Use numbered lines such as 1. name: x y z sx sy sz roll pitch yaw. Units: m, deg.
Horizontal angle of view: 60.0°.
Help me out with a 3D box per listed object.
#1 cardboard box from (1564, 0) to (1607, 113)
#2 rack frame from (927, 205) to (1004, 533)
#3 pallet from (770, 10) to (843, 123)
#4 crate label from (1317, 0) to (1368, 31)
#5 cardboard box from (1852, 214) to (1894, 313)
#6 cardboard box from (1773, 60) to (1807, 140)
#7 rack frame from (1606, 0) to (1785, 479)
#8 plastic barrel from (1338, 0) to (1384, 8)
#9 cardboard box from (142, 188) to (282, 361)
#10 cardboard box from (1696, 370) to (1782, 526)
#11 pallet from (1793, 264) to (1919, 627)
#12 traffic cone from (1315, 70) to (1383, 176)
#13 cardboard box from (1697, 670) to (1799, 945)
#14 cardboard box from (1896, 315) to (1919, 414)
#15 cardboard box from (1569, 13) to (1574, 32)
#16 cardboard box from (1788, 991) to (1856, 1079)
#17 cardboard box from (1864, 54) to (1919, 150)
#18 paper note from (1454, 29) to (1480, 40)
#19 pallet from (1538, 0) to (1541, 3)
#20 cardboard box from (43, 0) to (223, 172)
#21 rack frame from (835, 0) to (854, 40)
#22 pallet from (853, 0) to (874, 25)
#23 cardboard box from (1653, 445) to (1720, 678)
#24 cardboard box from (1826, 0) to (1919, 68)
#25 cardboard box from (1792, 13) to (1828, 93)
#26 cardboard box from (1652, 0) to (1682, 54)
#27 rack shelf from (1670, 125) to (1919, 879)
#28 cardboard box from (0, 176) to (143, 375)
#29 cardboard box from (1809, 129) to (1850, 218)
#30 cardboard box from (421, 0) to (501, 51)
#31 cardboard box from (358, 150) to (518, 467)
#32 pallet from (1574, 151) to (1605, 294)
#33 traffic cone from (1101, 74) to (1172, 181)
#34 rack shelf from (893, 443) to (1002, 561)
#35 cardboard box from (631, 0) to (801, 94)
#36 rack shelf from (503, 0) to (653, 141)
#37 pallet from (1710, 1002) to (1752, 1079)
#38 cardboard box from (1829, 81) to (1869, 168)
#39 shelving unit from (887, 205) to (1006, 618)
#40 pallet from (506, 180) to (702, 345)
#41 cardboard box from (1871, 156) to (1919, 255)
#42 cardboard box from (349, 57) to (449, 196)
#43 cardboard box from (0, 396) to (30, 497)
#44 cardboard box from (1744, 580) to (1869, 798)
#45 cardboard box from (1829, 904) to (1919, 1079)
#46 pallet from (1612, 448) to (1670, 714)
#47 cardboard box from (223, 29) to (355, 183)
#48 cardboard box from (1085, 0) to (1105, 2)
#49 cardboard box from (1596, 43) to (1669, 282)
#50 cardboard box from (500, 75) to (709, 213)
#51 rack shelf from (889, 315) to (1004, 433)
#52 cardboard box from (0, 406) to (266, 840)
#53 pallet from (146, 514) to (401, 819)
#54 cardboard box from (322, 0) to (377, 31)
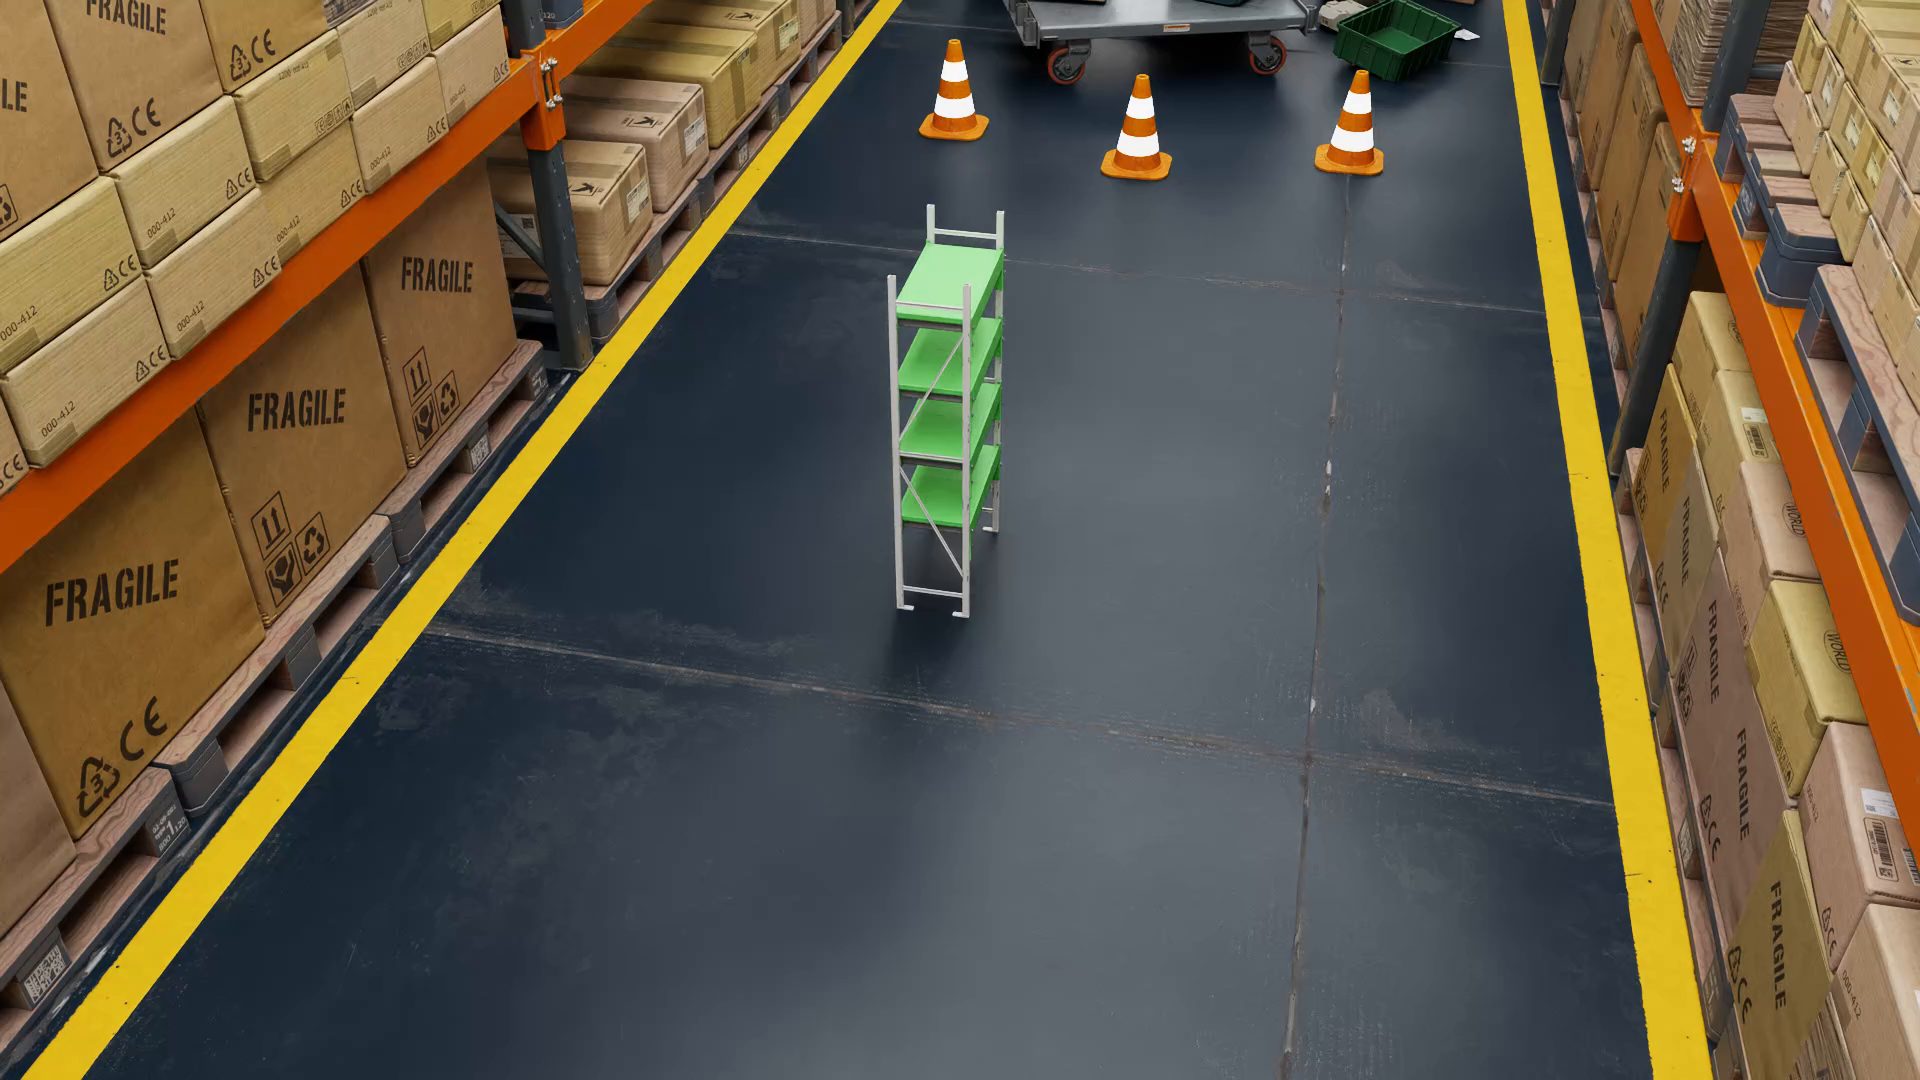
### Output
1. cardboard box: 3.679 -2.599 8.339 1.050 0.750 0.750 7 37 10
2. rack frame: 0.017 -0.531 5.460 0.240 1.200 0.015 7 37 10
3. pallet: -1.298 -2.694 9.287 1.003 0.211 1.213 7 37 10
4. crate label: 2.302 -3.132 9.955 0.298 0.136 0.250 -17 39 -22
5. cardboard box: 2.352 -0.634 3.925 0.380 0.149 0.250 8 37 11
6. cardboard box: 2.577 -1.251 4.776 0.380 0.149 0.250 7 36 9
7. rack frame: 2.870 -1.414 5.144 1.000 3.000 0.127 7 37 10
8. plastic barrel: 2.468 -3.506 10.227 0.421 0.421 0.512 -24 42 -30
9. cardboard box: -2.140 -0.715 4.309 0.500 0.250 0.500 7 36 9
10. cardboard box: 2.378 -0.219 4.630 0.500 0.250 0.500 7 37 9
11. pallet: 2.487 -0.196 3.628 1.003 0.211 1.213 7 37 10
12. traffic cone: 1.963 -2.100 8.253 0.336 0.463 0.334 7 37 10
13. cardboard box: 2.151 0.678 4.030 0.500 0.500 0.500 7 36 9
14. cardboard box: 2.239 -0.341 3.521 0.380 0.149 0.250 6 36 8
15. cardboard box: 3.927 -3.368 9.294 0.875 0.875 0.875 8 37 11
16. cardboard box: 1.927 1.266 3.220 0.500 0.500 0.500 7 36 9
17. cardboard box: 2.413 -1.036 3.973 0.380 0.149 0.250 6 36 8
18. paper note: 2.983 -3.004 9.868 0.147 0.020 0.142 -17 39 -22
19. pallet: 4.221 -3.705 10.683 1.003 0.211 1.213 7 37 10
20. cardboard box: -2.172 -1.224 3.946 0.500 0.500 0.500 7 36 9
21. rack frame: -1.133 -4.269 9.085 1.000 3.000 0.127 7 37 10
22. pallet: -1.024 -3.530 10.440 1.003 0.211 1.213 7 37 10
23. cardboard box: 2.365 0.091 4.841 0.500 0.500 0.500 8 37 11
24. cardboard box: 2.527 -1.328 4.375 0.380 0.149 0.250 6 36 9
25. cardboard box: 2.570 -1.351 4.660 0.380 0.149 0.250 9 37 12
26. cardboard box: 2.812 -2.032 5.912 0.500 0.500 0.500 7 37 10
27. rack shelf: 2.443 0.024 3.773 1.077 0.370 4.000 7 37 10
28. cardboard box: -2.255 -0.630 3.765 0.500 0.250 0.500 8 37 11
29. cardboard box: 2.462 -0.942 4.350 0.380 0.149 0.250 9 37 12
30. cardboard box: -1.843 -1.808 5.391 0.500 0.250 0.500 7 37 10
31. cardboard box: -2.216 -0.900 5.889 0.875 0.875 0.875 7 37 10
32. pallet: 3.375 -1.424 7.535 1.003 0.211 1.213 7 37 10
33. traffic cone: 0.885 -2.064 8.204 0.336 0.463 0.334 7 37 10
34. rack shelf: -0.035 -0.145 5.445 0.258 0.148 0.480 7 37 10
35. cardboard box: -1.393 -2.662 8.748 0.950 0.372 0.625 10 37 13
36. rack shelf: -1.560 -2.831 7.714 1.077 0.370 4.000 7 37 10
37. pallet: 2.180 1.562 3.415 1.003 0.211 1.213 7 37 10
38. cardboard box: 2.461 -1.041 4.233 0.380 0.149 0.250 6 36 9
39. shelving unit: -0.035 -0.391 5.267 0.258 1.200 0.503 7 37 10
40. pallet: -1.819 -1.295 7.357 1.003 0.211 1.213 7 37 10
41. cardboard box: 2.353 -0.754 3.837 0.380 0.149 0.250 7 37 10
42. cardboard box: -1.936 -1.298 5.113 0.500 0.250 0.500 8 37 11
43. cardboard box: -2.381 -0.138 3.512 0.500 0.250 0.500 6 36 9
44. cardboard box: 2.149 0.362 3.828 0.500 0.250 0.500 6 36 8
45. cardboard box: 1.927 0.959 3.003 0.500 0.250 0.500 6 36 9
46. pallet: 2.701 0.163 5.345 1.003 0.211 1.213 7 37 10
47. cardboard box: -2.038 -1.218 4.576 0.500 0.250 0.500 6 36 9
48. cardboard box: 0.612 -3.358 9.312 0.500 0.500 0.500 7 37 10
49. cardboard box: 3.271 -1.512 6.840 1.050 0.750 0.750 8 37 11
50. cardboard box: -1.707 -1.829 7.599 0.950 0.372 0.625 7 36 9
51. rack shelf: -0.035 -0.534 5.164 0.258 0.148 0.480 7 37 10
52. cardboard box: -2.602 0.123 4.477 0.875 0.875 0.875 8 37 11
53. pallet: -2.492 0.293 5.166 1.003 0.211 1.213 7 37 10
54. cardboard box: -1.944 -1.797 4.736 0.500 0.500 0.500 8 37 11
